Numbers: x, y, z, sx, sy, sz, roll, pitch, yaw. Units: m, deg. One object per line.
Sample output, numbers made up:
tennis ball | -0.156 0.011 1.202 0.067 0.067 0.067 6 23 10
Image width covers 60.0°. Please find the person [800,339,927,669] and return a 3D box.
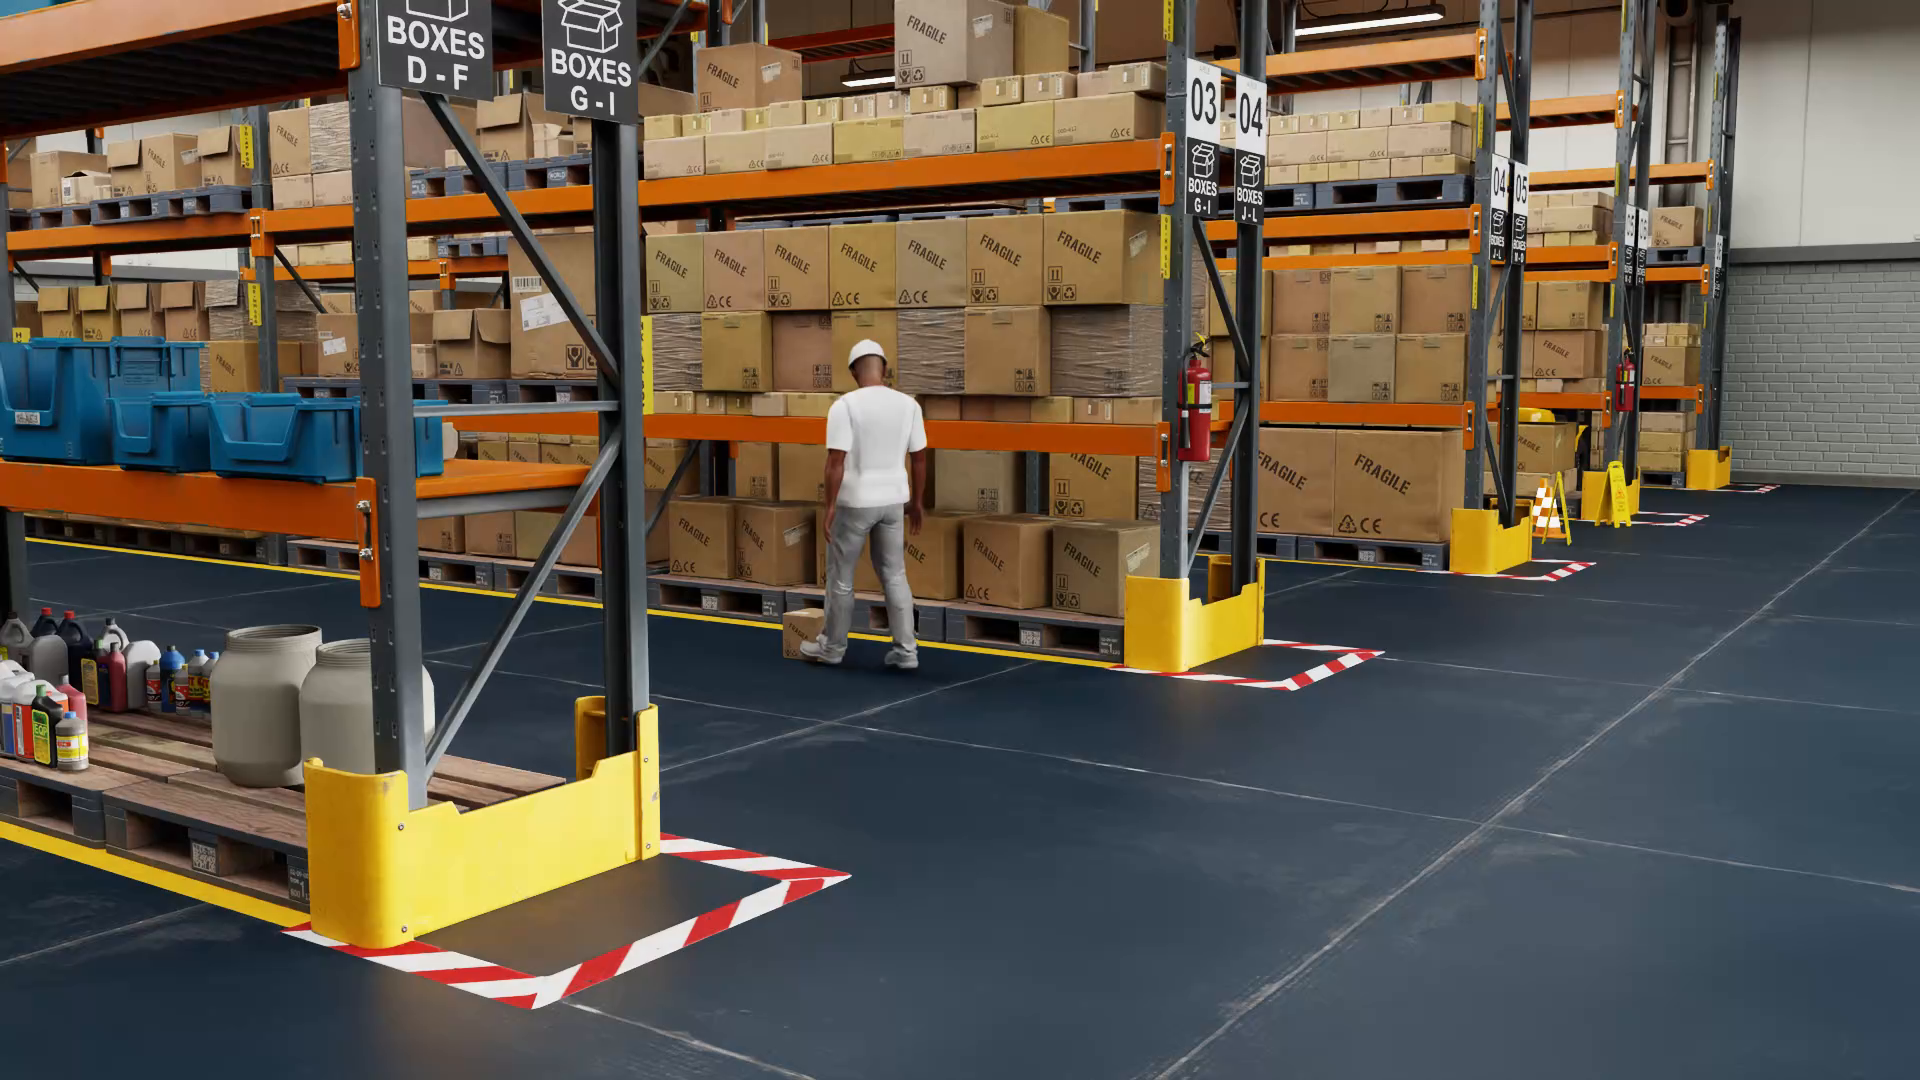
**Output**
person | -0.516 -0.194 8.885 0.629 1.742 0.769 -4 7 -31
